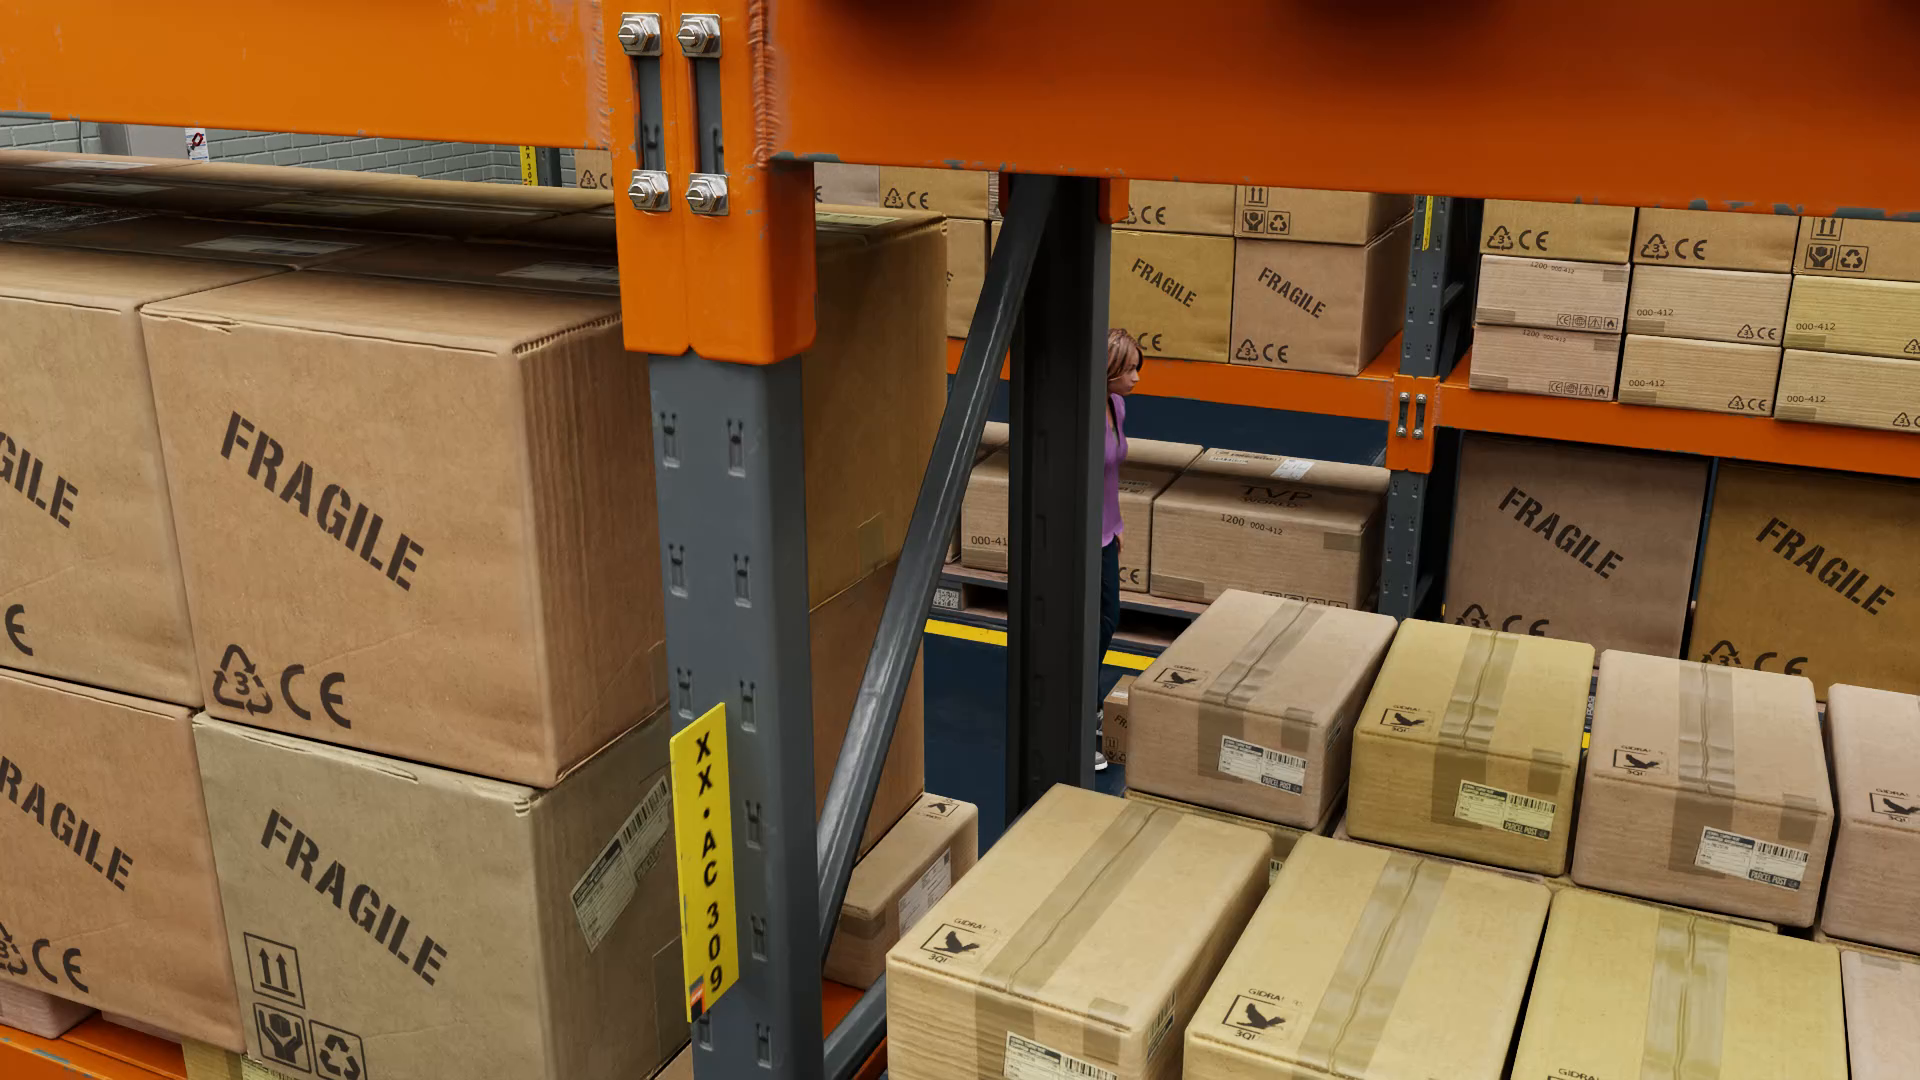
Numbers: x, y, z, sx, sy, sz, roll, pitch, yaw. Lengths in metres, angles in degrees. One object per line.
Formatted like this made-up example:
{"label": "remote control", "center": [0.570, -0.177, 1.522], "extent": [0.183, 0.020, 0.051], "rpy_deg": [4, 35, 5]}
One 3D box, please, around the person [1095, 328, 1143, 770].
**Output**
{"label": "person", "center": [0.463, 0.022, 6.037], "extent": [0.343, 1.582, 0.460], "rpy_deg": [9, 21, 23]}
